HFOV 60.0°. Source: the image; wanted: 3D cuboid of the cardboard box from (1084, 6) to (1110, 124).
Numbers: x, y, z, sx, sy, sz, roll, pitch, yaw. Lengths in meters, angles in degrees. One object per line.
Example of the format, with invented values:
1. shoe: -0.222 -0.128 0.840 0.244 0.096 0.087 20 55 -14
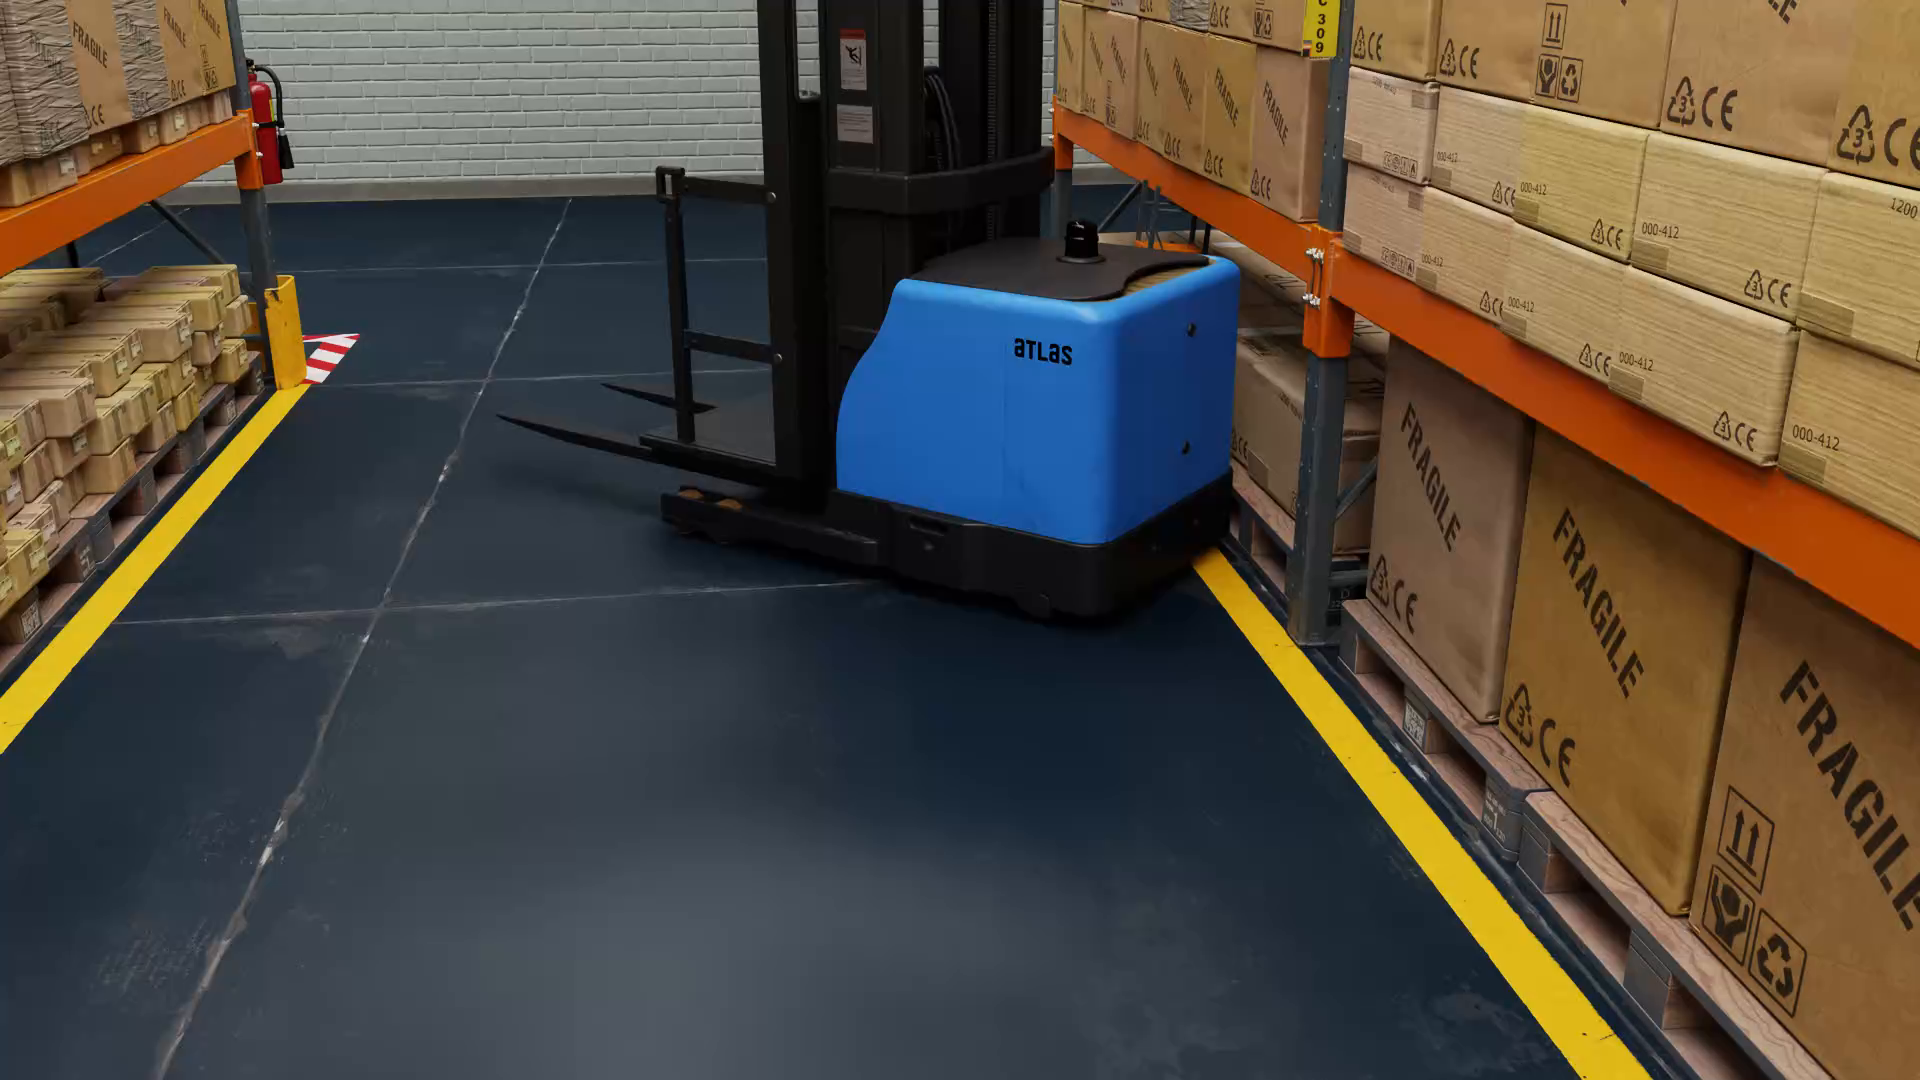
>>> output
1. cardboard box: 0.872 -2.182 7.629 0.500 0.500 0.500 -3 21 -9

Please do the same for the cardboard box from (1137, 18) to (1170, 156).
1. cardboard box: 1.016 -1.833 6.693 0.500 0.500 0.500 -2 21 -6

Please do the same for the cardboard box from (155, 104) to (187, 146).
1. cardboard box: -3.461 -1.728 6.913 0.380 0.149 0.250 -2 21 -6

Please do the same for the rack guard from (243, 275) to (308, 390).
1. rack guard: -3.886 -1.008 8.200 1.175 0.500 0.348 -3 21 -8

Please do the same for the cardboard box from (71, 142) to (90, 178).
1. cardboard box: -3.360 -1.361 5.932 0.380 0.149 0.250 -2 21 -6

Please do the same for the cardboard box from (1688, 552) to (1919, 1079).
1. cardboard box: 1.998 0.526 2.956 0.875 0.875 0.875 -3 21 -7

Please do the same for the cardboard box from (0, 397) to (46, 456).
1. cardboard box: -3.292 -0.362 5.523 0.380 0.149 0.250 -3 21 -9

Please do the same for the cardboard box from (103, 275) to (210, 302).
1. cardboard box: -3.591 -1.085 7.457 0.380 0.149 0.250 -3 21 -7

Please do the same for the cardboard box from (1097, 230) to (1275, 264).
1. cardboard box: 1.181 -1.263 8.372 0.875 0.438 0.875 -4 21 -10

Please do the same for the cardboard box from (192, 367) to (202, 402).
1. cardboard box: -3.476 -0.630 7.090 0.380 0.149 0.250 -3 21 -7

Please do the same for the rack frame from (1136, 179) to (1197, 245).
1. rack frame: 0.780 -0.844 6.729 0.240 1.200 0.006 2 20 -11

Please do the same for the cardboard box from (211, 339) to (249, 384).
1. cardboard box: -3.478 -0.811 7.574 0.380 0.149 0.250 -2 21 -6

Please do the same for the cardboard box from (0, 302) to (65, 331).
1. cardboard box: -3.972 -0.882 6.914 0.380 0.149 0.250 -4 21 -10

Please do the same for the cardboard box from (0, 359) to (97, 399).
1. cardboard box: -3.368 -0.545 6.012 0.380 0.149 0.250 -4 21 -10

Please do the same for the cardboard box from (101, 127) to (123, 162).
1. cardboard box: -3.472 -1.538 6.407 0.380 0.149 0.250 -4 21 -10

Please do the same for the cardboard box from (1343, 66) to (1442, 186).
1. cardboard box: 1.348 -1.102 4.380 0.500 0.250 0.500 -4 21 -9

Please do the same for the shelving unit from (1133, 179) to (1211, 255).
1. shelving unit: 0.794 -0.813 6.644 0.258 1.200 0.189 2 20 -11

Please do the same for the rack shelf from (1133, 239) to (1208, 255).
1. rack shelf: 0.824 -1.109 6.541 0.258 0.103 0.180 2 20 -11

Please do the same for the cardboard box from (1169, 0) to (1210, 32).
1. cardboard box: 1.074 -2.121 6.037 0.500 0.500 0.500 -3 21 -7

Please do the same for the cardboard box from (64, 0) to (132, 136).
1. cardboard box: -3.364 -1.722 5.971 0.500 0.500 0.500 -2 21 -5

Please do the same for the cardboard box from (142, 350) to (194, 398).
1. cardboard box: -3.375 -0.679 6.796 0.380 0.149 0.250 -3 21 -7

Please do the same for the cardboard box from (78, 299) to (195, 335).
1. cardboard box: -3.453 -0.908 6.985 0.380 0.149 0.250 -4 21 -10

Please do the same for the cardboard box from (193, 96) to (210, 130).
1. cardboard box: -3.572 -1.901 7.377 0.380 0.149 0.250 -3 21 -8

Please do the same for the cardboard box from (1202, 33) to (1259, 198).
1. cardboard box: 1.164 -1.477 5.741 0.500 0.500 0.500 -3 21 -9

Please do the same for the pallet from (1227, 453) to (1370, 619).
1. pallet: 1.531 -0.066 6.090 1.003 0.211 1.213 -3 21 -8

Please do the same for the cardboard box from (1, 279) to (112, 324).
1. cardboard box: -3.999 -1.057 7.383 0.380 0.149 0.250 -3 21 -7

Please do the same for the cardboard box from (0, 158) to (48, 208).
1. cardboard box: -3.244 -1.177 5.441 0.380 0.149 0.250 -3 21 -7

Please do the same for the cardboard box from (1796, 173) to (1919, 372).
1. cardboard box: 1.647 -0.392 2.479 0.500 0.250 0.500 -3 21 -9

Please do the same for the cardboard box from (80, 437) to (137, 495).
1. cardboard box: -3.282 -0.271 6.129 0.380 0.149 0.250 -3 21 -9

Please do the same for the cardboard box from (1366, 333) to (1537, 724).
1. cardboard box: 1.732 -0.096 4.621 0.875 0.875 0.875 -2 21 -6

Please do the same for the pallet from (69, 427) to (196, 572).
1. pallet: -3.631 -0.168 6.364 1.003 0.211 1.213 -3 21 -8

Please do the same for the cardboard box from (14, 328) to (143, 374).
1. cardboard box: -3.431 -0.721 6.485 0.380 0.149 0.250 -4 21 -10

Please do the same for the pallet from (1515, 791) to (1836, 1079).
1. pallet: 1.928 0.888 3.536 1.003 0.211 1.213 -3 21 -8

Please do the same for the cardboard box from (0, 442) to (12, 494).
1. cardboard box: -3.146 -0.188 5.057 0.380 0.149 0.250 -2 21 -5

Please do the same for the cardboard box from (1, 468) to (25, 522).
1. cardboard box: -3.252 -0.128 5.321 0.380 0.149 0.250 -3 21 -8

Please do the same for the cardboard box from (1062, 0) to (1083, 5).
1. cardboard box: 0.774 -2.824 7.919 0.500 0.500 0.500 -3 21 -9

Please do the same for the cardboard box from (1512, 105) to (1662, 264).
1. cardboard box: 1.497 -0.747 3.429 0.500 0.250 0.500 -3 21 -7

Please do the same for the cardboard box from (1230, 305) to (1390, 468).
1. cardboard box: 1.449 -0.634 6.688 0.875 0.438 0.875 -4 21 -9

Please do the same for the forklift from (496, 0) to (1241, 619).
1. forklift: -0.518 -1.496 6.032 3.031 2.935 1.130 13 24 32

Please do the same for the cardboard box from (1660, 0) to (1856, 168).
1. cardboard box: 1.594 -0.926 2.836 0.500 0.500 0.500 -3 21 -9

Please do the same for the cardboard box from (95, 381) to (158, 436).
1. cardboard box: -3.289 -0.495 6.304 0.380 0.149 0.250 -3 21 -7

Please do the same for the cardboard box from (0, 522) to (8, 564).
1. cardboard box: -3.056 0.038 4.878 0.380 0.149 0.250 -2 21 -5

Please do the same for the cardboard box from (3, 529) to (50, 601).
1. cardboard box: -3.093 0.084 5.178 0.380 0.149 0.250 -2 21 -6

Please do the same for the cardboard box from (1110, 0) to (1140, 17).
1. cardboard box: 0.937 -2.468 6.965 0.500 0.500 0.500 -3 21 -8

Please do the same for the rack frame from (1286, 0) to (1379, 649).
1. rack frame: 1.563 -1.105 4.887 1.000 3.000 0.127 -3 21 -8

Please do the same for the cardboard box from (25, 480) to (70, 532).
1. cardboard box: -3.267 -0.085 5.630 0.380 0.149 0.250 -3 21 -9

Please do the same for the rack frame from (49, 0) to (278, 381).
1. rack frame: -3.897 -2.205 7.833 1.000 3.000 0.127 -3 21 -8

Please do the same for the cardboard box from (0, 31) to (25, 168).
1. cardboard box: -3.221 -1.361 5.006 0.500 0.500 0.500 -3 21 -8

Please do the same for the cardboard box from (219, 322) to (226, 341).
1. cardboard box: -3.554 -0.944 7.506 0.380 0.149 0.250 -3 21 -9

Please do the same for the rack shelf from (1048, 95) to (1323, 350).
1. rack shelf: 1.275 -1.460 6.867 1.077 0.370 4.000 -3 21 -8

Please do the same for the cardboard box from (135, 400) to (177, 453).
1. cardboard box: -3.358 -0.449 6.606 0.380 0.149 0.250 -3 21 -7

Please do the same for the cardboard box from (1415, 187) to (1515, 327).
1. cardboard box: 1.442 -0.690 3.990 0.500 0.250 0.500 -3 21 -9

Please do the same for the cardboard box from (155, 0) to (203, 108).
1. cardboard box: -3.509 -2.070 6.903 0.500 0.500 0.500 -3 21 -9

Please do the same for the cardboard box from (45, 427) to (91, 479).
1. cardboard box: -3.305 -0.318 5.830 0.380 0.149 0.250 -2 21 -5

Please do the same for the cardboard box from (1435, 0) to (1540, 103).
1. cardboard box: 1.443 -1.278 3.780 0.500 0.500 0.500 -3 21 -8

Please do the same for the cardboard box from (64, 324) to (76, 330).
1. cardboard box: -3.969 -0.833 7.209 0.380 0.149 0.250 -3 21 -7

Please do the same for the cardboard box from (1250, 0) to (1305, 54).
1. cardboard box: 1.222 -1.769 5.095 0.500 0.500 0.500 -3 21 -8

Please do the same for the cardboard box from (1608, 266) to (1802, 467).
1. cardboard box: 1.563 -0.338 3.048 0.500 0.250 0.500 -3 21 -9
